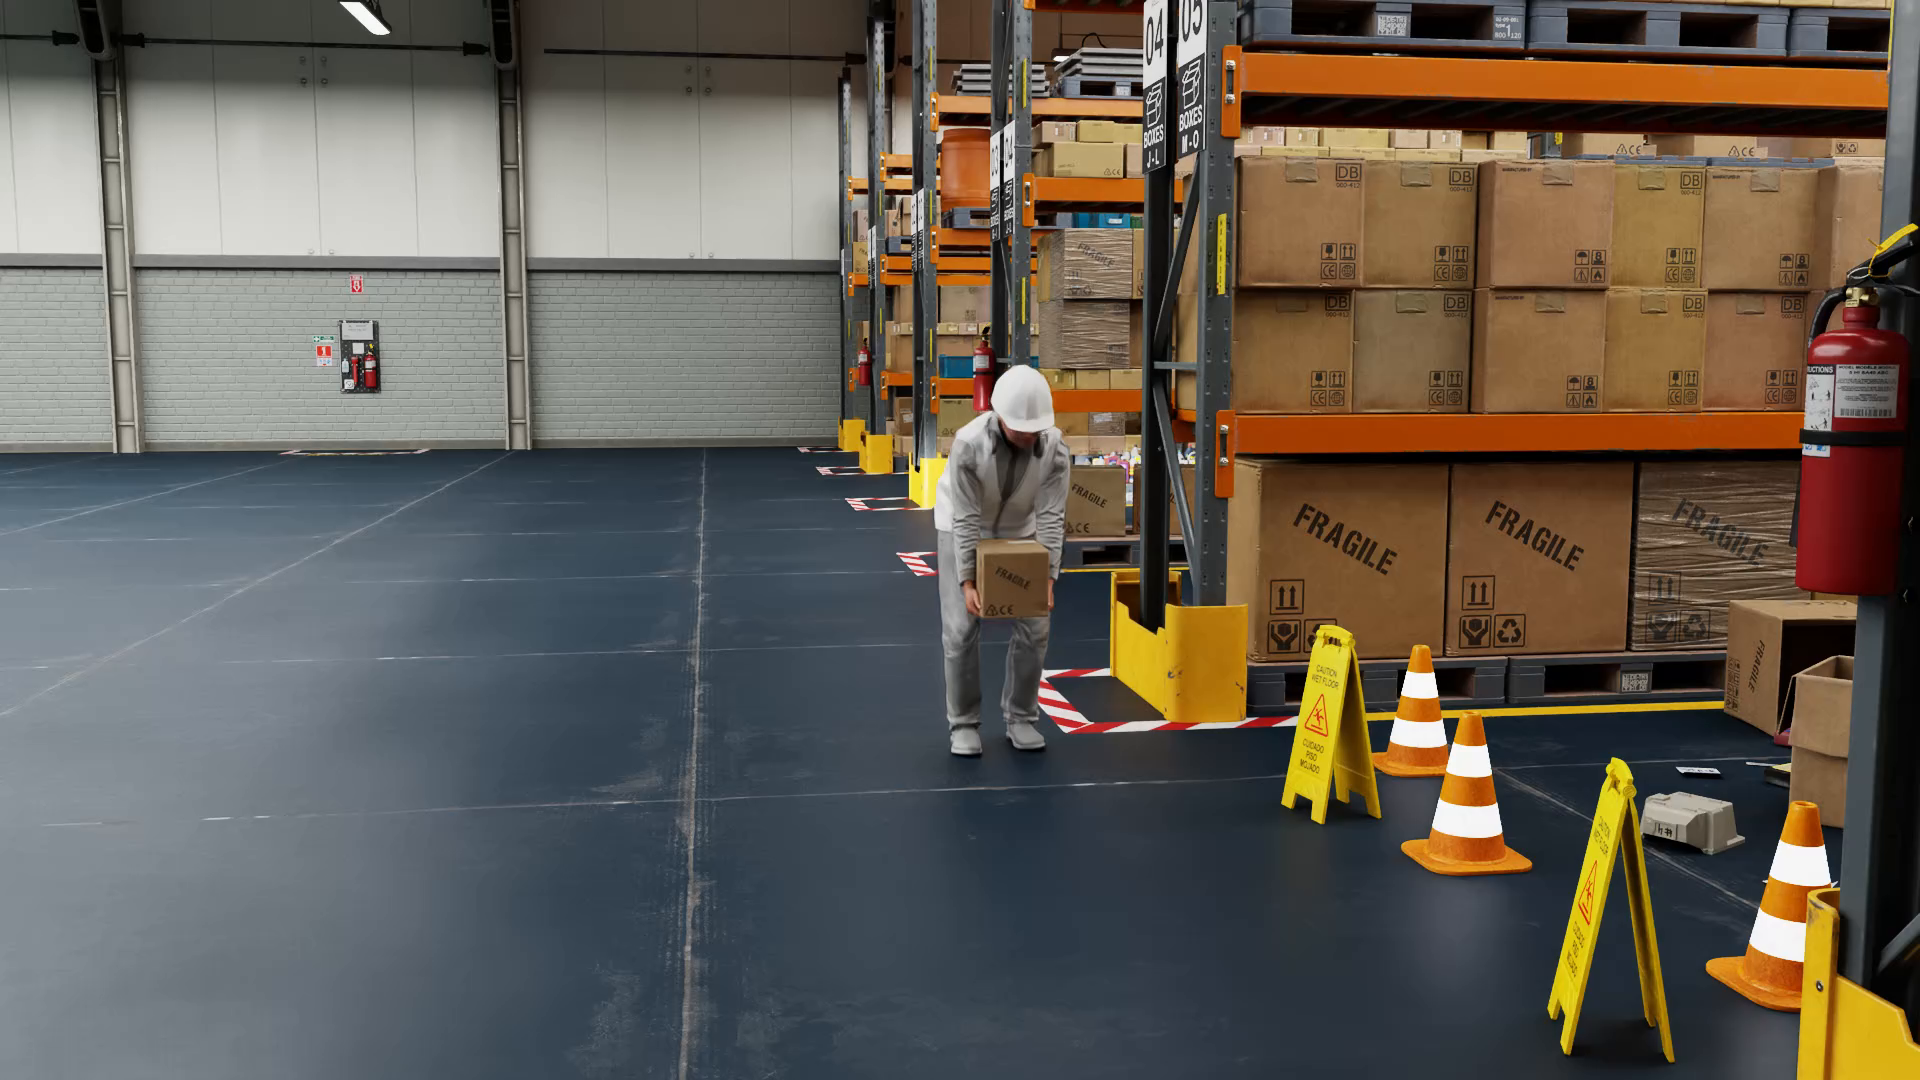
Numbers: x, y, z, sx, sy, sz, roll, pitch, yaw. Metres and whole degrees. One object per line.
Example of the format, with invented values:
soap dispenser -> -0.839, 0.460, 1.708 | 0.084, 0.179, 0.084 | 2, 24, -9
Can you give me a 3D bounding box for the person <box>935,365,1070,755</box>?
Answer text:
person -> 0.173, 0.089, 6.429 | 0.472, 1.525, 0.842 | -1, 7, -10
